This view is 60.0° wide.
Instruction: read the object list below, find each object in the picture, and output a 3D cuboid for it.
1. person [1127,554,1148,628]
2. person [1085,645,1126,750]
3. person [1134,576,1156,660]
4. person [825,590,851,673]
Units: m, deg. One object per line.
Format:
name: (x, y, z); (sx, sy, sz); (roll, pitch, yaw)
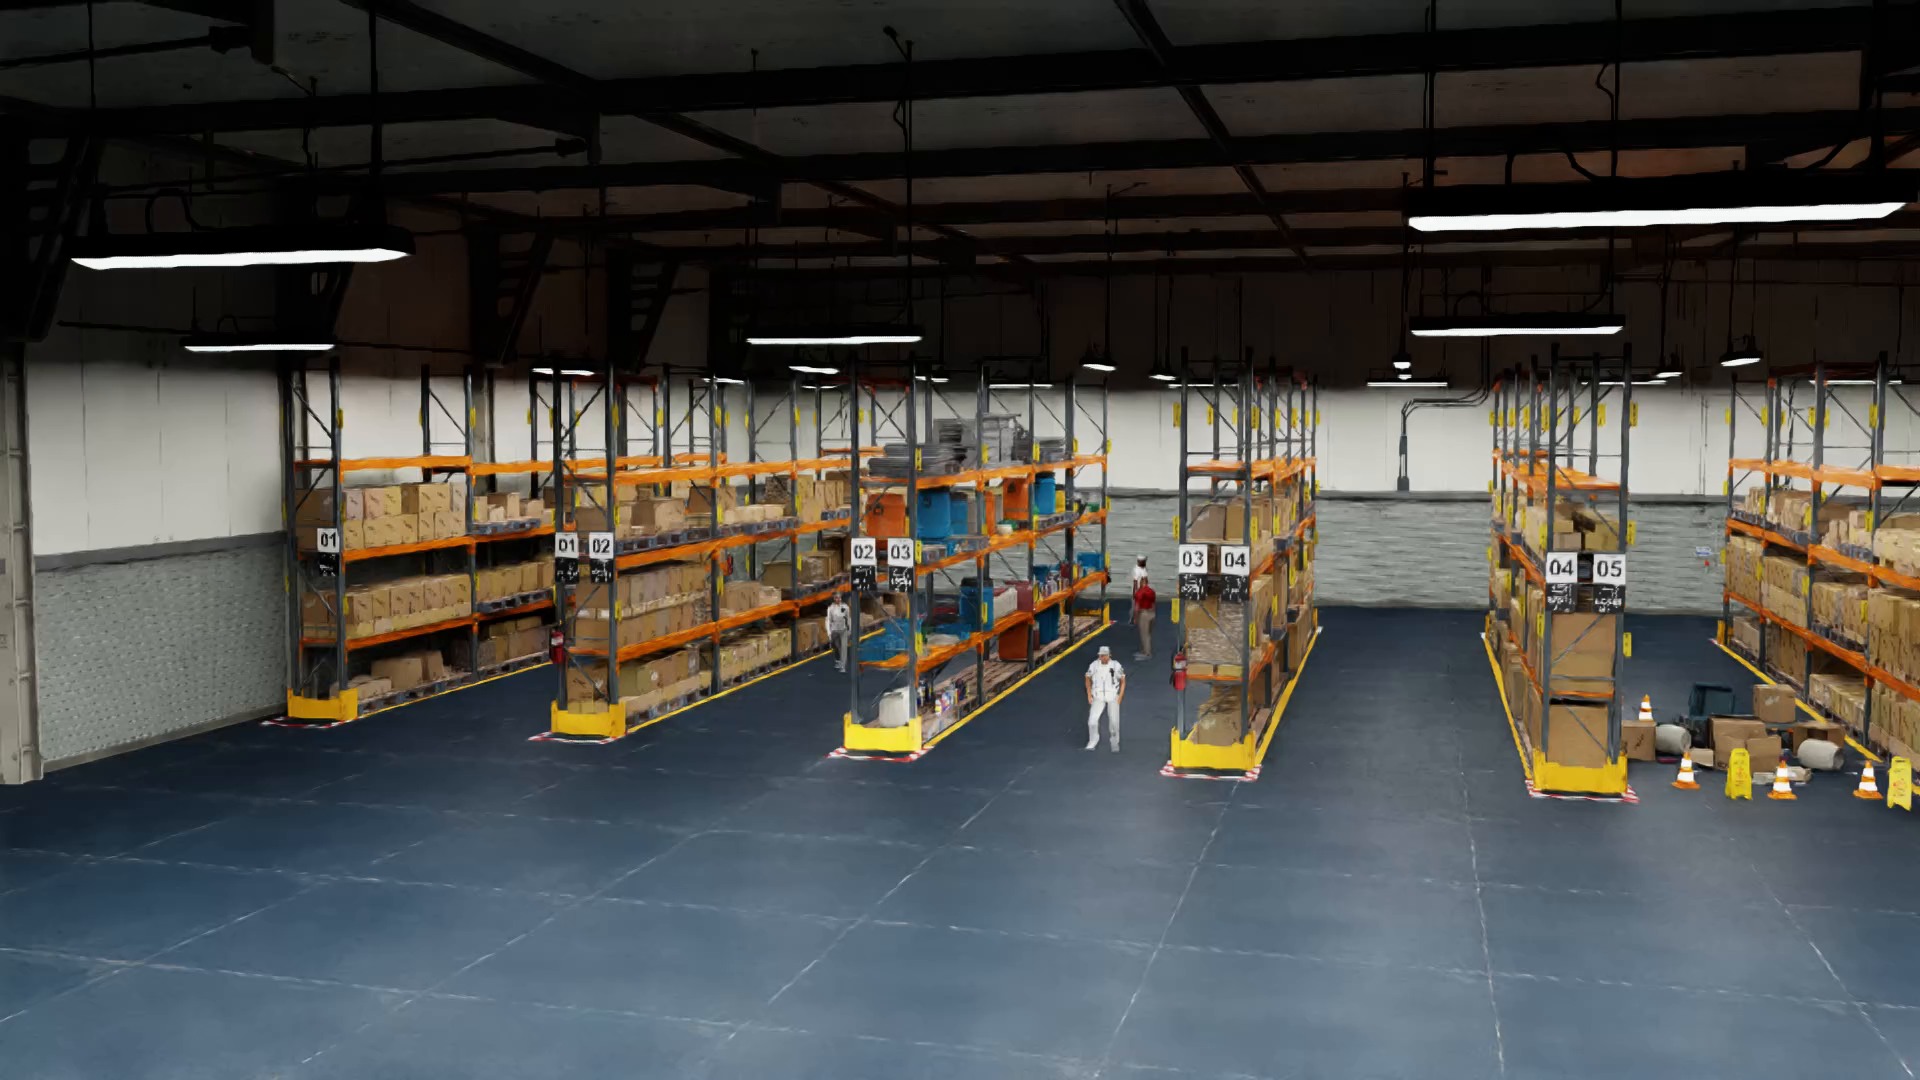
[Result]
person: (4.286, 1.210, 39.630); (0.510, 1.770, 0.669); (2, 5, 27)
person: (2.181, 2.370, 25.022); (0.625, 1.611, 0.582); (1, 4, 13)
person: (3.803, 1.595, 34.489); (0.586, 1.723, 0.652); (4, 6, 42)
person: (-2.399, 1.772, 32.735); (0.482, 1.622, 0.986); (0, 4, 6)
